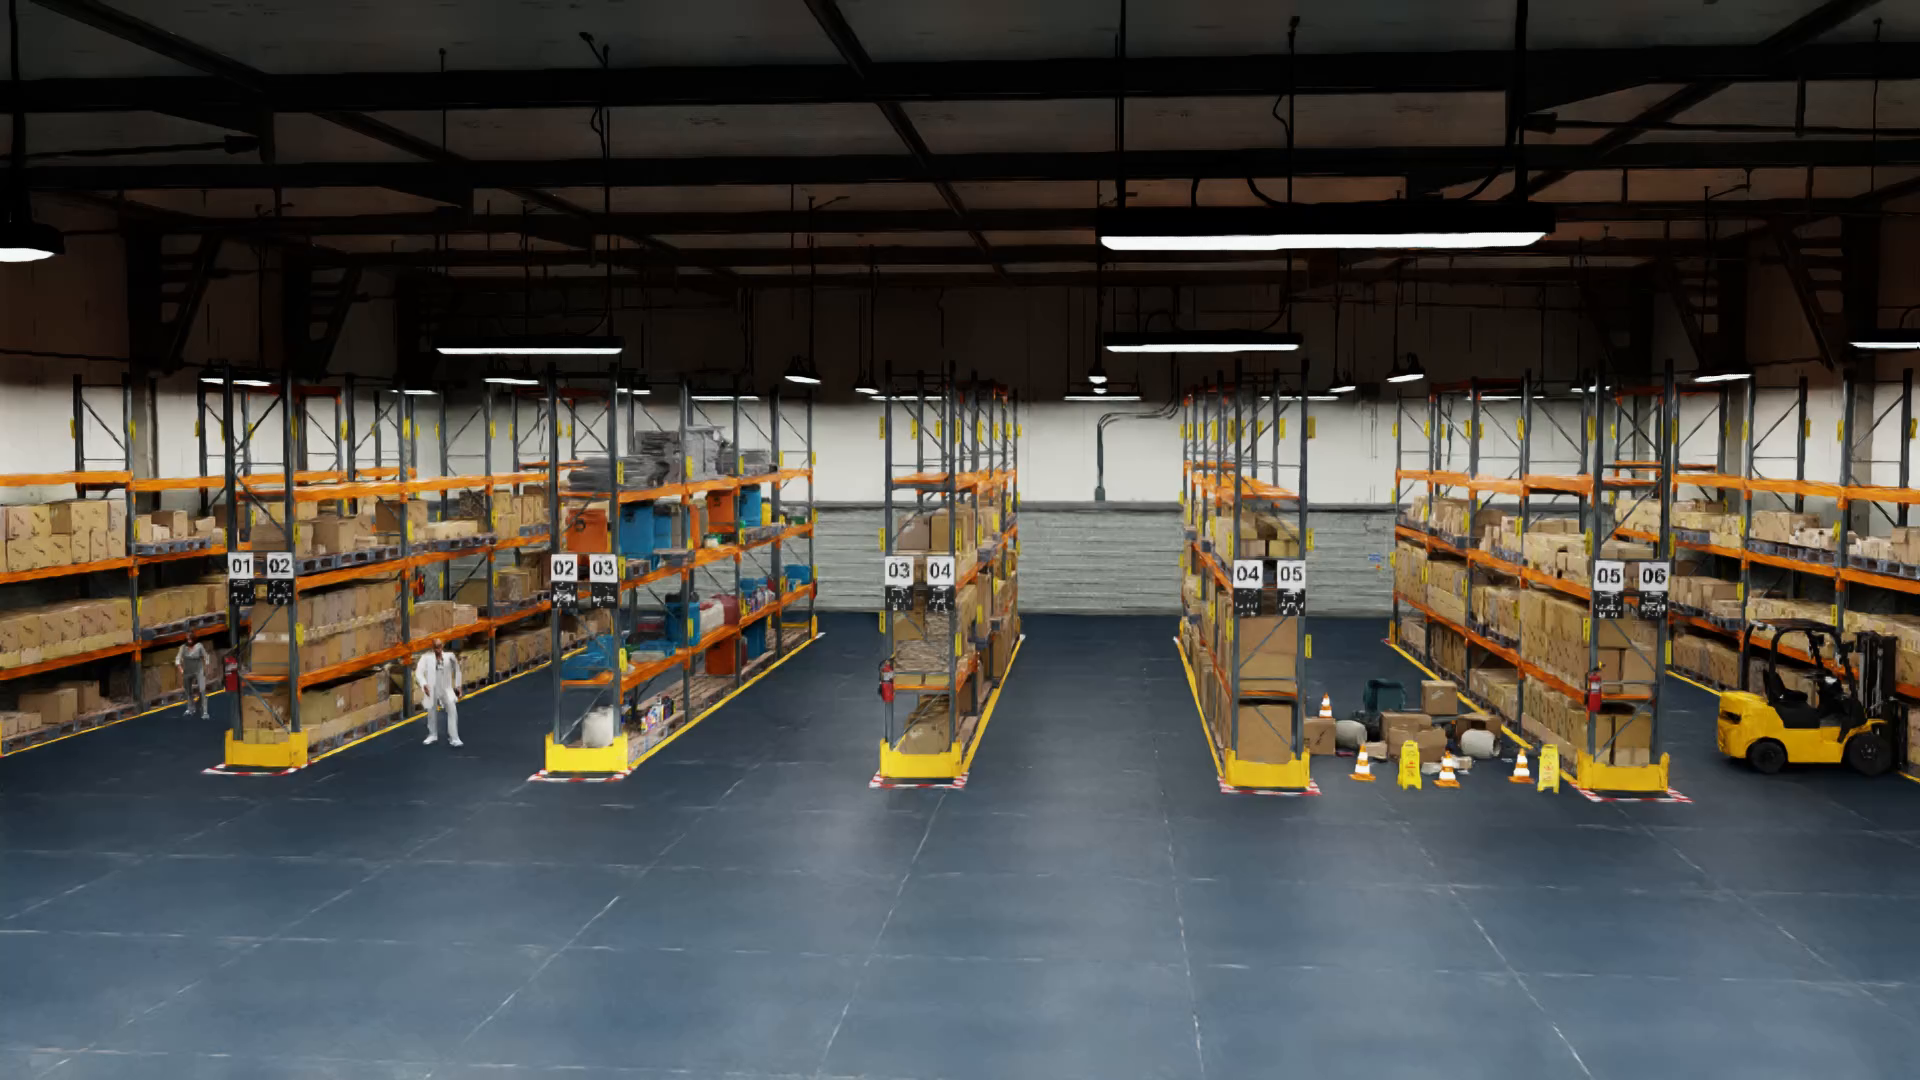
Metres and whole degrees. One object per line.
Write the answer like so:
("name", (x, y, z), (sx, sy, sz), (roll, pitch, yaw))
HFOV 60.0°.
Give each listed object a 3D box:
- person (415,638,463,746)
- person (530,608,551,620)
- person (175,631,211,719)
("person", (-8.267, 2.397, 26.390), (0.709, 1.723, 0.836), (-1, 4, -16))
("person", (-10.727, 1.326, 42.443), (0.493, 1.776, 0.744), (3, 5, 43))
("person", (-13.316, 2.324, 28.931), (0.568, 1.528, 0.780), (-1, 4, -14))
